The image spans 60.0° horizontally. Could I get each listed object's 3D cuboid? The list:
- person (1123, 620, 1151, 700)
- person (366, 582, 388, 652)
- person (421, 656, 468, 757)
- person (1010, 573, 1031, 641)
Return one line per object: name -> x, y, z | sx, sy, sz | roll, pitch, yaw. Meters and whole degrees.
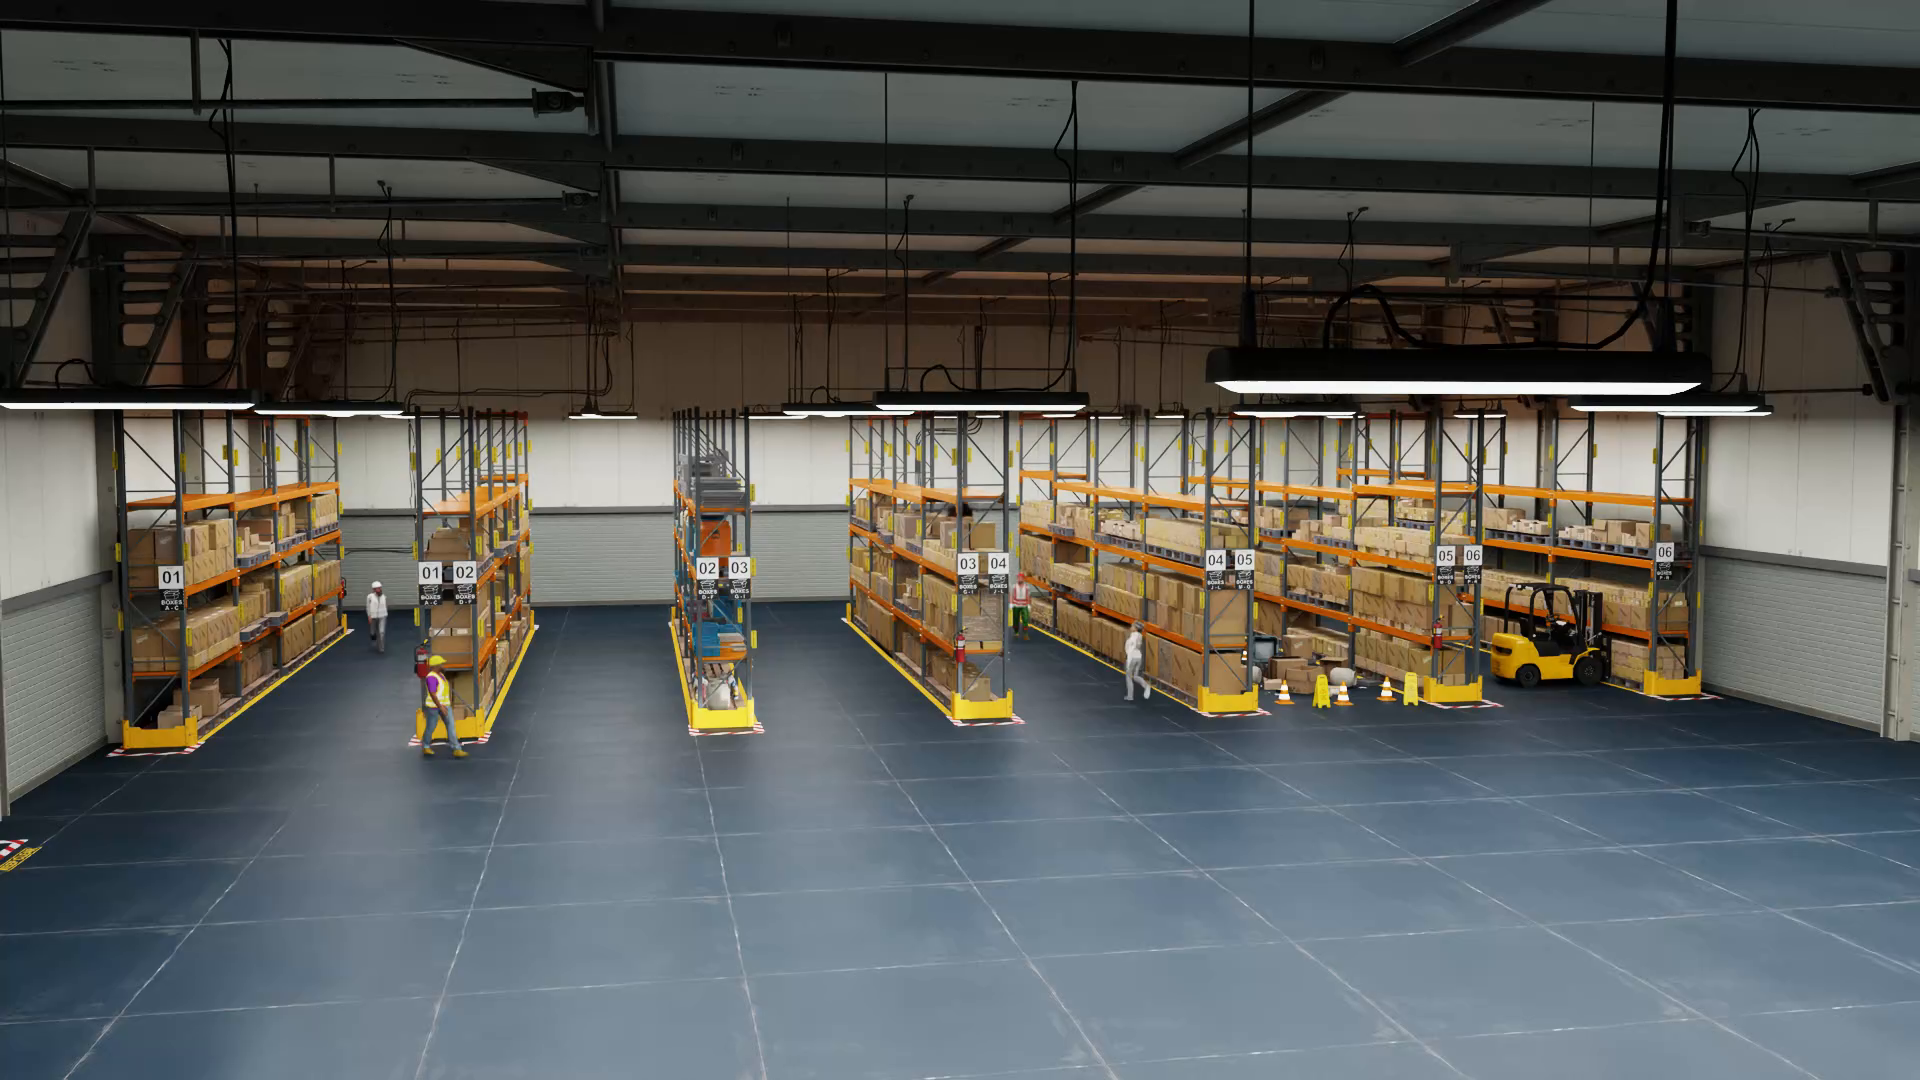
person -> 3.590, 2.462, 33.988 | 0.642, 1.672, 0.486 | 4, 6, 43
person -> -14.523, 1.901, 41.455 | 0.494, 1.729, 0.841 | -1, 4, -14
person -> -8.855, 2.827, 28.324 | 1.004, 1.706, 0.490 | 3, 5, 38
person -> 1.592, 1.744, 43.537 | 0.616, 1.743, 0.996 | -1, 4, -10
